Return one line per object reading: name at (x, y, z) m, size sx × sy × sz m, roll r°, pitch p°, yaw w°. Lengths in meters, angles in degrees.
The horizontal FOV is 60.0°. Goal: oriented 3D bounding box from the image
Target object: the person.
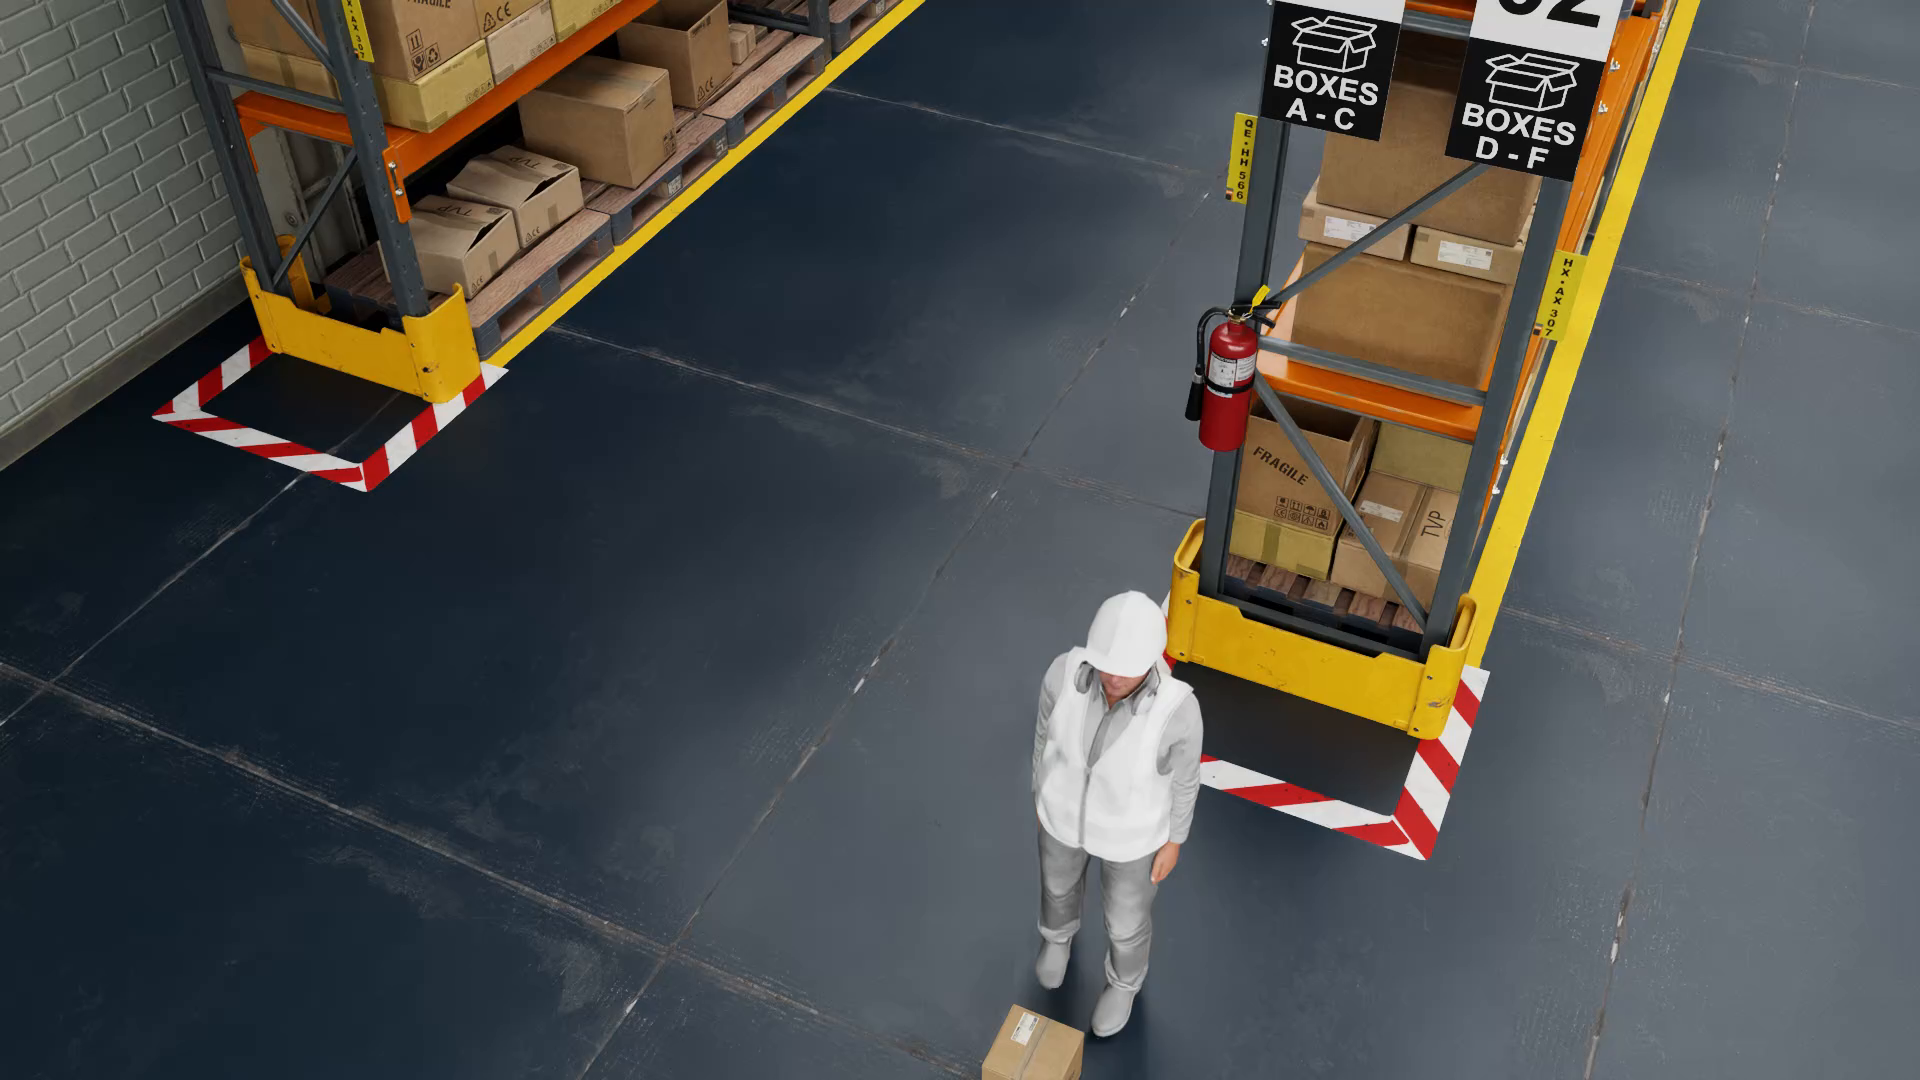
person at (0.454, 0.878, 5.182) m, size 0.534 × 1.801 × 0.402 m, roll 19°, pitch 45°, yaw 20°
